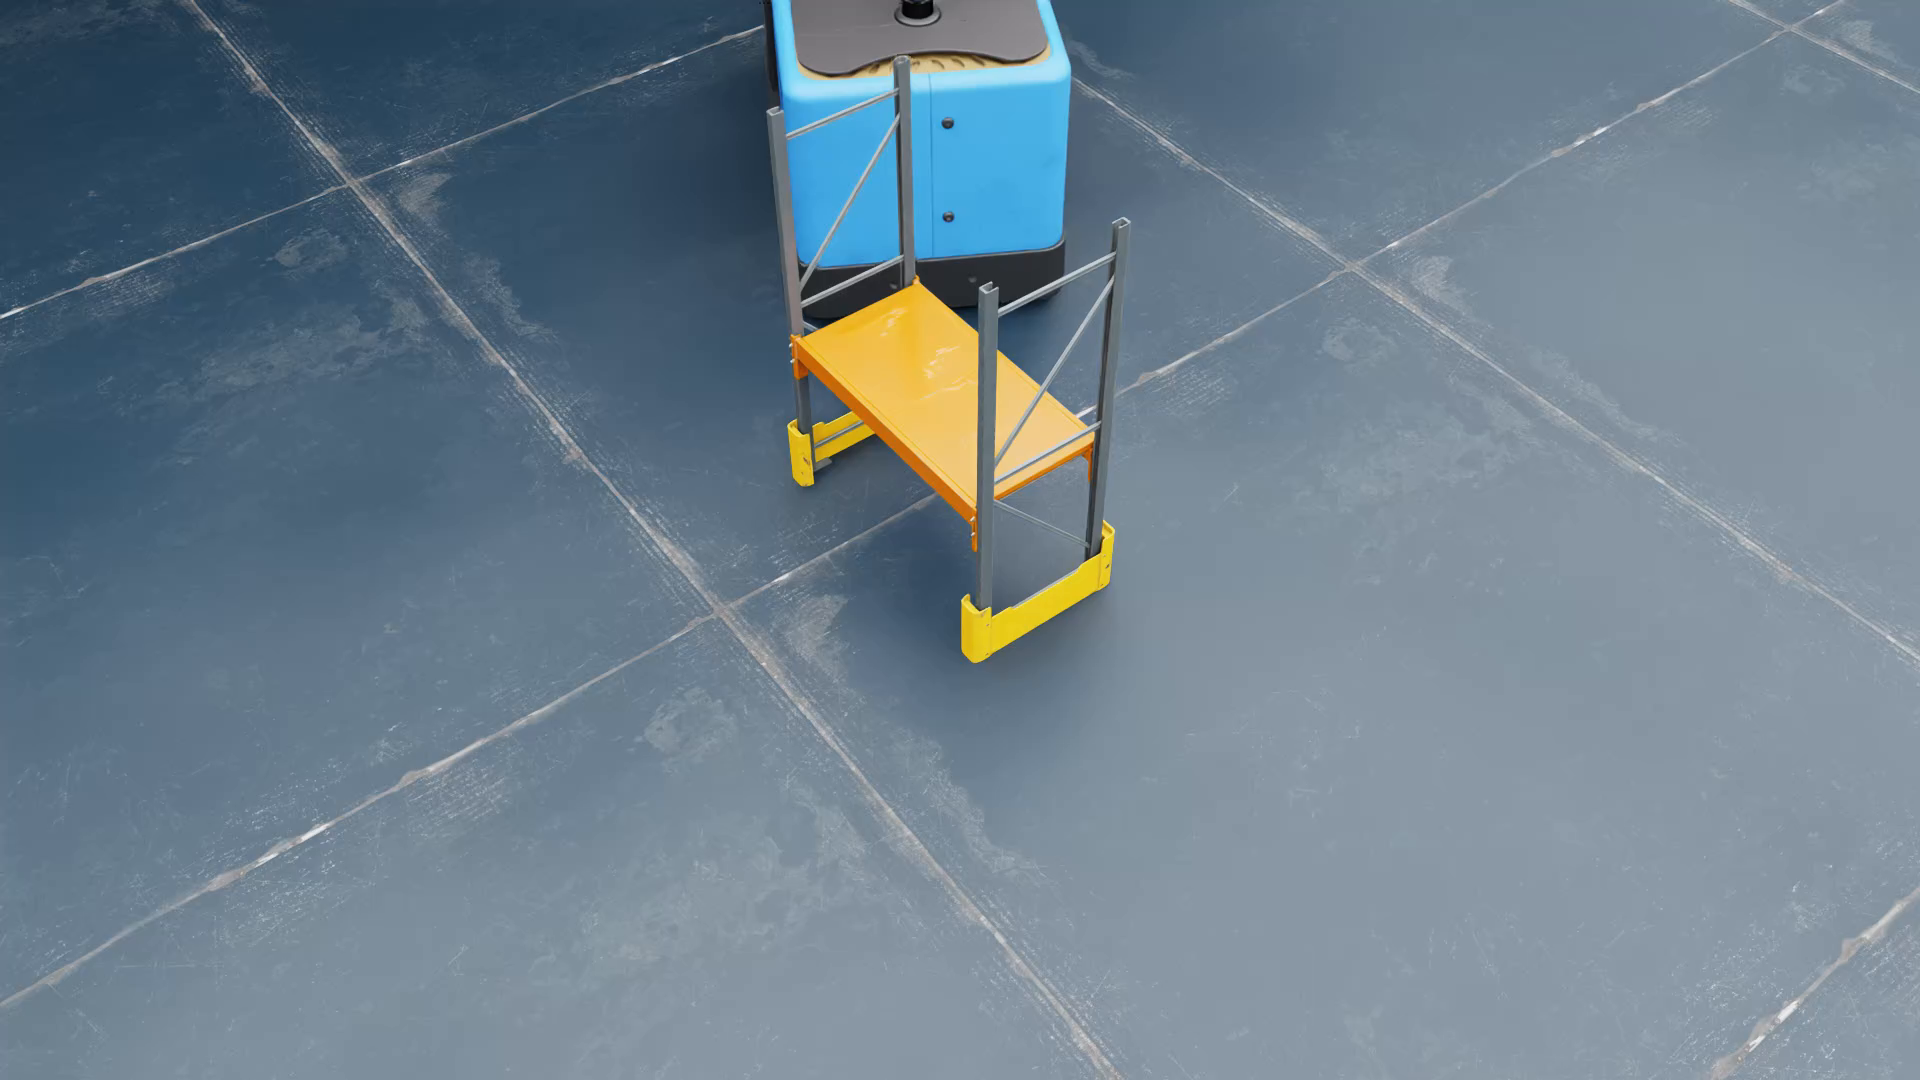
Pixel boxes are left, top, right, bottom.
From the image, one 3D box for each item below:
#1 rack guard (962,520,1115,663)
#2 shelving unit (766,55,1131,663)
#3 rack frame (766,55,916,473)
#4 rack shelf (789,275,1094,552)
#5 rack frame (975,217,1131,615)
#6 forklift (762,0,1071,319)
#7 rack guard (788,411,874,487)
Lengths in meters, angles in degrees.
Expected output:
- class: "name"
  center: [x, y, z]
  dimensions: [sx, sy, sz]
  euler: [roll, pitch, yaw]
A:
- class: "rack guard"
  center: [0.255, 0.165, 5.432]
  dimensions: [0.587, 0.250, 0.087]
  euler: [-29, 54, -24]
- class: "shelving unit"
  center: [-0.046, -0.549, 5.235]
  dimensions: [0.587, 1.500, 1.083]
  euler: [-29, 54, -24]
- class: "rack frame"
  center: [-0.359, -0.854, 5.512]
  dimensions: [0.500, 1.500, 0.032]
  euler: [-29, 54, -24]
- class: "rack shelf"
  center: [-0.052, -0.433, 5.373]
  dimensions: [0.538, 0.185, 1.000]
  euler: [-29, 54, -24]
- class: "rack frame"
  center: [0.256, -0.254, 4.968]
  dimensions: [0.500, 1.500, 0.032]
  euler: [-29, 54, -24]
- class: "forklift"
  center: [-0.301, -2.945, 6.442]
  dimensions: [1.130, 2.935, 3.031]
  euler: [-6, 48, -5]
- class: "rack guard"
  center: [-0.348, -0.423, 5.964]
  dimensions: [0.587, 0.250, 0.087]
  euler: [-29, 54, -24]
